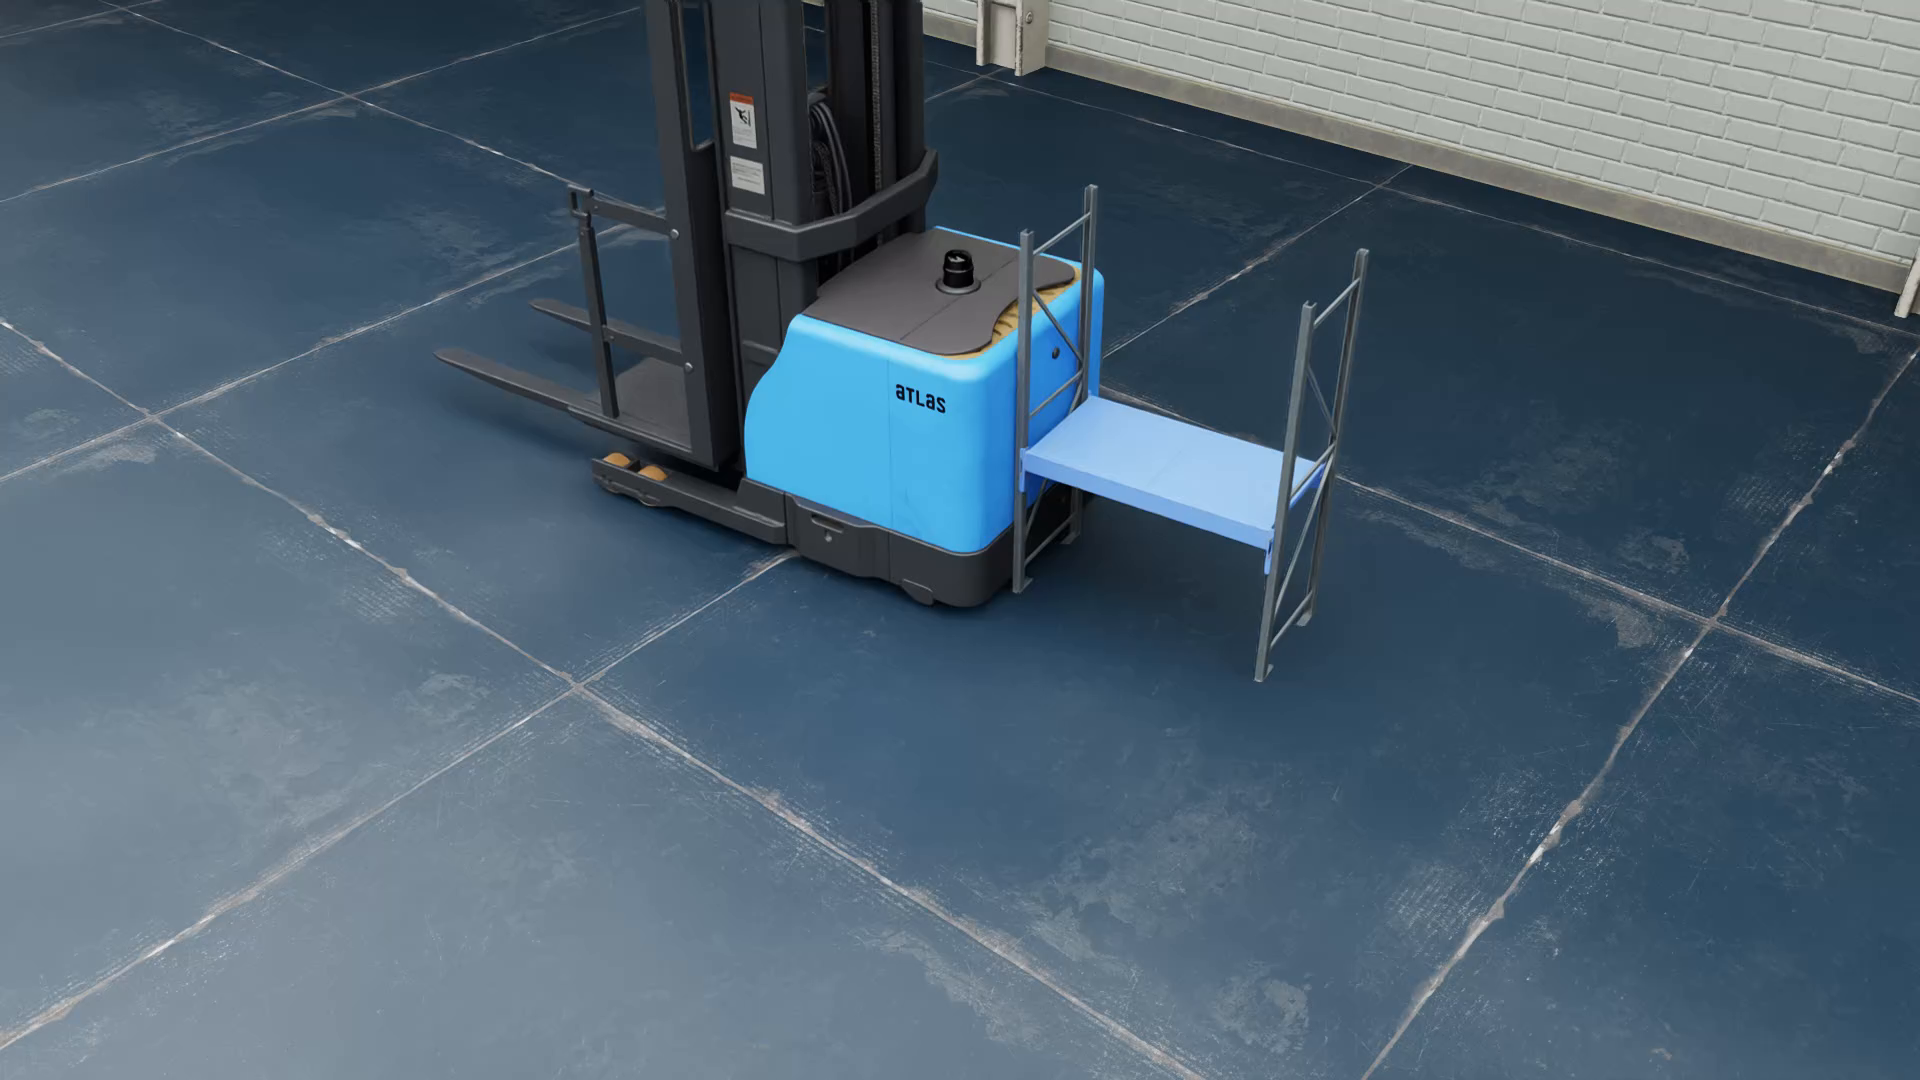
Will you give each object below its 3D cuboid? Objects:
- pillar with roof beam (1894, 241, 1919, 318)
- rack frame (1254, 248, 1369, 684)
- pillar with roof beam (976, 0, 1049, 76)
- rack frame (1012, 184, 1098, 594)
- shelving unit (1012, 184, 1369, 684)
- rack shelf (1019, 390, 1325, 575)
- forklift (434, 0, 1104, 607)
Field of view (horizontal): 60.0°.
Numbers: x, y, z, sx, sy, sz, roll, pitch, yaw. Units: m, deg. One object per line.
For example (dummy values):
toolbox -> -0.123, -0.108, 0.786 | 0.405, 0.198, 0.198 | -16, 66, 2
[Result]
pillar with roof beam -> 2.217, -2.970, 3.126 | 0.400, 9.000, 9.100 | 25, 42, 32
rack frame -> 1.208, -0.224, 5.752 | 0.032, 1.500, 0.500 | 20, 39, 26
pillar with roof beam -> -2.394, -5.144, 6.291 | 0.400, 9.000, 9.100 | 25, 42, 32
rack frame -> 0.348, -0.531, 6.199 | 0.032, 1.500, 0.500 | 20, 39, 26
shelving unit -> 0.778, -0.378, 5.975 | 1.048, 1.500, 0.538 | 20, 39, 26
rack shelf -> 0.778, -0.230, 6.077 | 1.000, 0.185, 0.538 | 20, 39, 26
forklift -> -0.951, -1.581, 6.463 | 3.031, 2.935, 1.130 | 20, 39, 26
